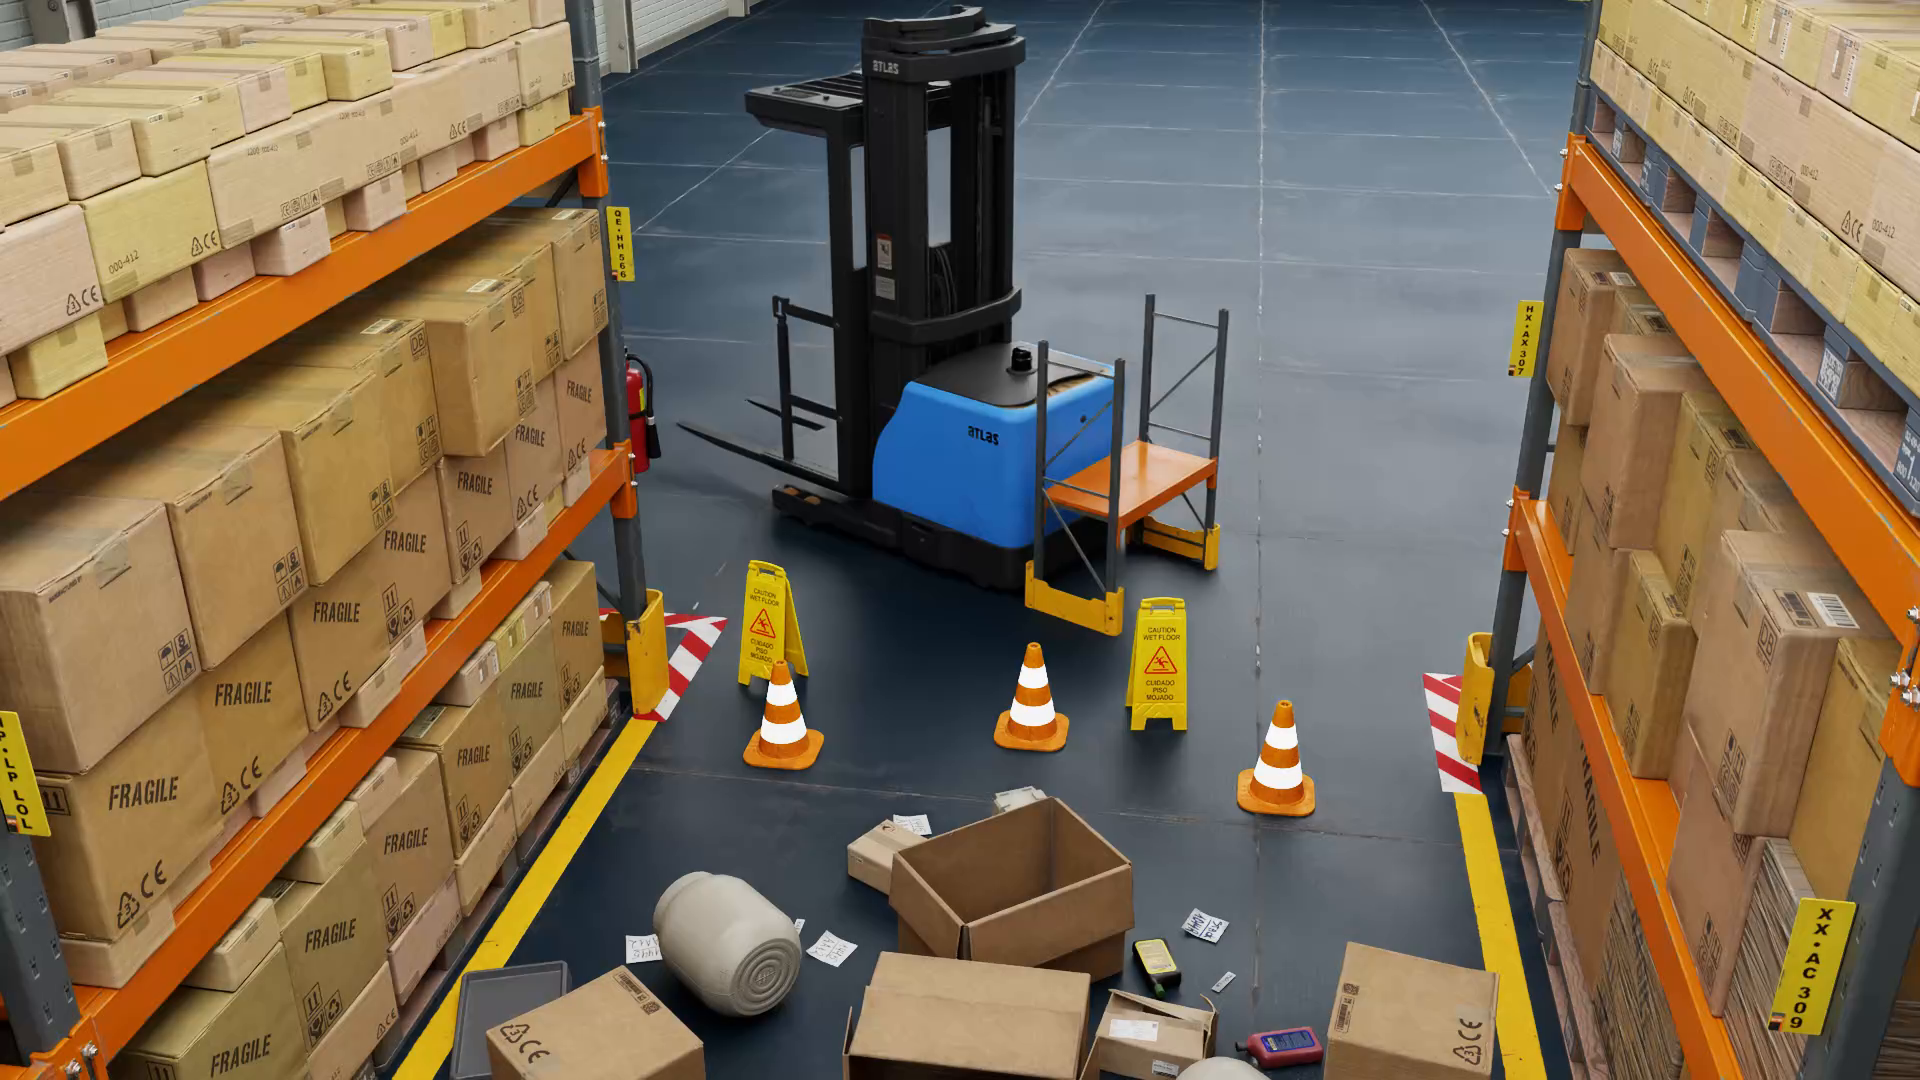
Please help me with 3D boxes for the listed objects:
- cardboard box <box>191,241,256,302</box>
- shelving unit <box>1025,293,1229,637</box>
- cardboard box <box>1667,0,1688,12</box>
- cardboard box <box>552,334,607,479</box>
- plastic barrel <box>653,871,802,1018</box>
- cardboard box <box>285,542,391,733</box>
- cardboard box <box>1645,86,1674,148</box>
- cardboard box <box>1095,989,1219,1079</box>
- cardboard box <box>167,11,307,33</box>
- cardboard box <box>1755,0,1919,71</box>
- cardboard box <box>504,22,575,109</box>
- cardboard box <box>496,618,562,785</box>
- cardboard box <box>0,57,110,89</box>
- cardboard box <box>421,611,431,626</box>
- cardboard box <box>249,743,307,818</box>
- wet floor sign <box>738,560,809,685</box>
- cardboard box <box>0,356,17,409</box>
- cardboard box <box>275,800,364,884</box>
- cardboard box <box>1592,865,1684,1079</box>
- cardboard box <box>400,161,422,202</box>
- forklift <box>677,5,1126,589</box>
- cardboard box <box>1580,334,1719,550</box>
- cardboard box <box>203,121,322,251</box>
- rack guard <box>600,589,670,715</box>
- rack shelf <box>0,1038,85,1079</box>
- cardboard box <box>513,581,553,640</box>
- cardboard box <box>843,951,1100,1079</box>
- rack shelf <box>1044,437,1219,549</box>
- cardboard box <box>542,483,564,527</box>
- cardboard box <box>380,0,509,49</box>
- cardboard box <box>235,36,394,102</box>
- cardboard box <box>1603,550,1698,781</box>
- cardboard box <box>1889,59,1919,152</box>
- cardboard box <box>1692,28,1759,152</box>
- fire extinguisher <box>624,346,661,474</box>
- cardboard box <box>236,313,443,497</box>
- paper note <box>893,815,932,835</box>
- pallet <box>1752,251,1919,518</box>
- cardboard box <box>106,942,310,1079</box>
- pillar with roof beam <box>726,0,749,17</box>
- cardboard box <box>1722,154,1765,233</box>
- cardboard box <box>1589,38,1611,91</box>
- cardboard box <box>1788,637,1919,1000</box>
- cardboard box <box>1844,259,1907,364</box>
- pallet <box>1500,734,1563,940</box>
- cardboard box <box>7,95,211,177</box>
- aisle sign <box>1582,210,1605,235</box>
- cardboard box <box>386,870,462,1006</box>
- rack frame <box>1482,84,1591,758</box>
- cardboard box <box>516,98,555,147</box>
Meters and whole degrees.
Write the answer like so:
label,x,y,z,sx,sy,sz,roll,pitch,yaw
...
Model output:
label,x,y,z,sx,sy,sz,roll,pitch,yaw
cardboard box,-2.212,-0.777,4.629,0.380,0.149,0.250,3,25,7
shelving unit,0.905,-0.429,8.897,0.587,1.500,1.083,18,31,34
cardboard box,2.349,-1.660,4.962,0.380,0.149,0.250,4,25,8
cardboard box,-1.832,-0.596,7.016,0.500,0.500,0.500,4,25,8
plastic barrel,-0.860,1.474,6.102,0.421,0.421,0.512,-20,32,-36
cardboard box,-2.168,0.246,5.218,0.500,0.500,0.500,4,25,8
cardboard box,2.347,-1.298,5.129,0.380,0.149,0.250,4,25,9
cardboard box,0.695,1.704,5.797,0.396,0.266,0.258,8,26,18
cardboard box,-2.463,-1.716,5.696,0.380,0.149,0.250,4,25,8
cardboard box,2.183,-1.232,4.049,0.380,0.149,0.250,4,25,8
cardboard box,-1.833,-1.854,6.461,0.500,0.250,0.500,4,25,8
cardboard box,-1.971,0.625,6.739,0.500,0.500,0.500,5,26,10
cardboard box,-2.687,-1.290,4.785,0.380,0.149,0.250,4,25,9
cardboard box,-2.135,0.261,5.950,0.380,0.149,0.250,4,25,9
cardboard box,-2.223,0.692,5.030,0.380,0.149,0.250,5,26,10
wet floor sign,-0.929,0.399,8.136,0.267,0.644,0.232,13,28,26
cardboard box,-2.373,-0.348,3.714,0.380,0.149,0.250,4,25,8
cardboard box,-2.145,0.942,5.298,0.380,0.149,0.250,5,26,11
cardboard box,2.546,1.448,5.128,0.875,0.875,0.875,4,25,9
cardboard box,-2.035,-1.204,5.543,0.380,0.149,0.250,3,25,7
forklift,-0.497,-1.569,9.645,3.031,2.935,1.130,21,32,37
cardboard box,2.561,-0.304,5.411,0.875,0.550,0.550,4,25,9
cardboard box,-2.157,-1.004,4.645,0.500,0.250,0.500,4,25,9
rack guard,-2.028,0.502,8.088,1.175,0.500,0.348,4,25,9
rack shelf,-2.996,2.173,2.417,1.077,0.370,4.000,4,25,9
cardboard box,-1.883,0.271,6.731,0.380,0.149,0.250,5,26,10
cardboard box,0.050,1.709,5.345,0.797,0.637,0.503,4,25,9
rack shelf,0.910,-0.269,8.980,0.538,0.185,1.000,18,31,34
cardboard box,-1.861,-0.157,6.844,0.380,0.149,0.250,4,25,8
cardboard box,-1.883,-1.893,6.073,0.380,0.149,0.250,4,25,8
cardboard box,-1.997,-1.462,5.153,0.380,0.149,0.250,5,25,10
cardboard box,2.539,0.411,5.157,0.875,0.550,0.500,4,25,9
cardboard box,2.017,-0.810,3.147,0.380,0.149,0.250,4,25,8
cardboard box,2.306,-1.205,4.460,0.500,0.250,0.500,4,25,8
fire extinguisher,-1.542,-0.643,7.676,0.296,0.674,0.183,4,25,9
cardboard box,-2.174,-0.435,5.493,0.700,0.500,0.500,4,25,8
paper note,-0.206,1.216,7.116,0.148,0.019,0.142,-5,25,-10
pallet,2.375,-0.348,3.522,1.003,0.211,1.213,4,25,9
cardboard box,-2.306,1.499,4.874,0.500,0.500,0.500,5,26,11
pillar with roof beam,0.253,-13.232,27.404,9.100,9.000,0.400,4,25,9
cardboard box,2.181,-0.876,4.227,0.380,0.149,0.250,4,25,8
cardboard box,2.512,-1.720,6.031,0.380,0.149,0.250,4,25,9
cardboard box,2.325,0.603,3.473,0.875,0.550,0.550,4,25,9
cardboard box,2.016,-0.448,3.314,0.380,0.149,0.250,4,25,9
pallet,2.831,1.242,6.848,1.003,0.211,1.213,4,25,9
cardboard box,-2.161,-1.032,4.235,0.380,0.149,0.250,4,25,8
aisle sign,2.600,-1.589,6.540,0.394,0.787,0.004,4,25,9
cardboard box,-2.146,1.392,5.986,0.500,0.250,0.500,4,25,8
rack frame,2.884,-0.361,6.983,1.000,3.000,0.127,4,25,9
cardboard box,-1.806,-1.632,6.456,0.380,0.149,0.250,4,25,9
